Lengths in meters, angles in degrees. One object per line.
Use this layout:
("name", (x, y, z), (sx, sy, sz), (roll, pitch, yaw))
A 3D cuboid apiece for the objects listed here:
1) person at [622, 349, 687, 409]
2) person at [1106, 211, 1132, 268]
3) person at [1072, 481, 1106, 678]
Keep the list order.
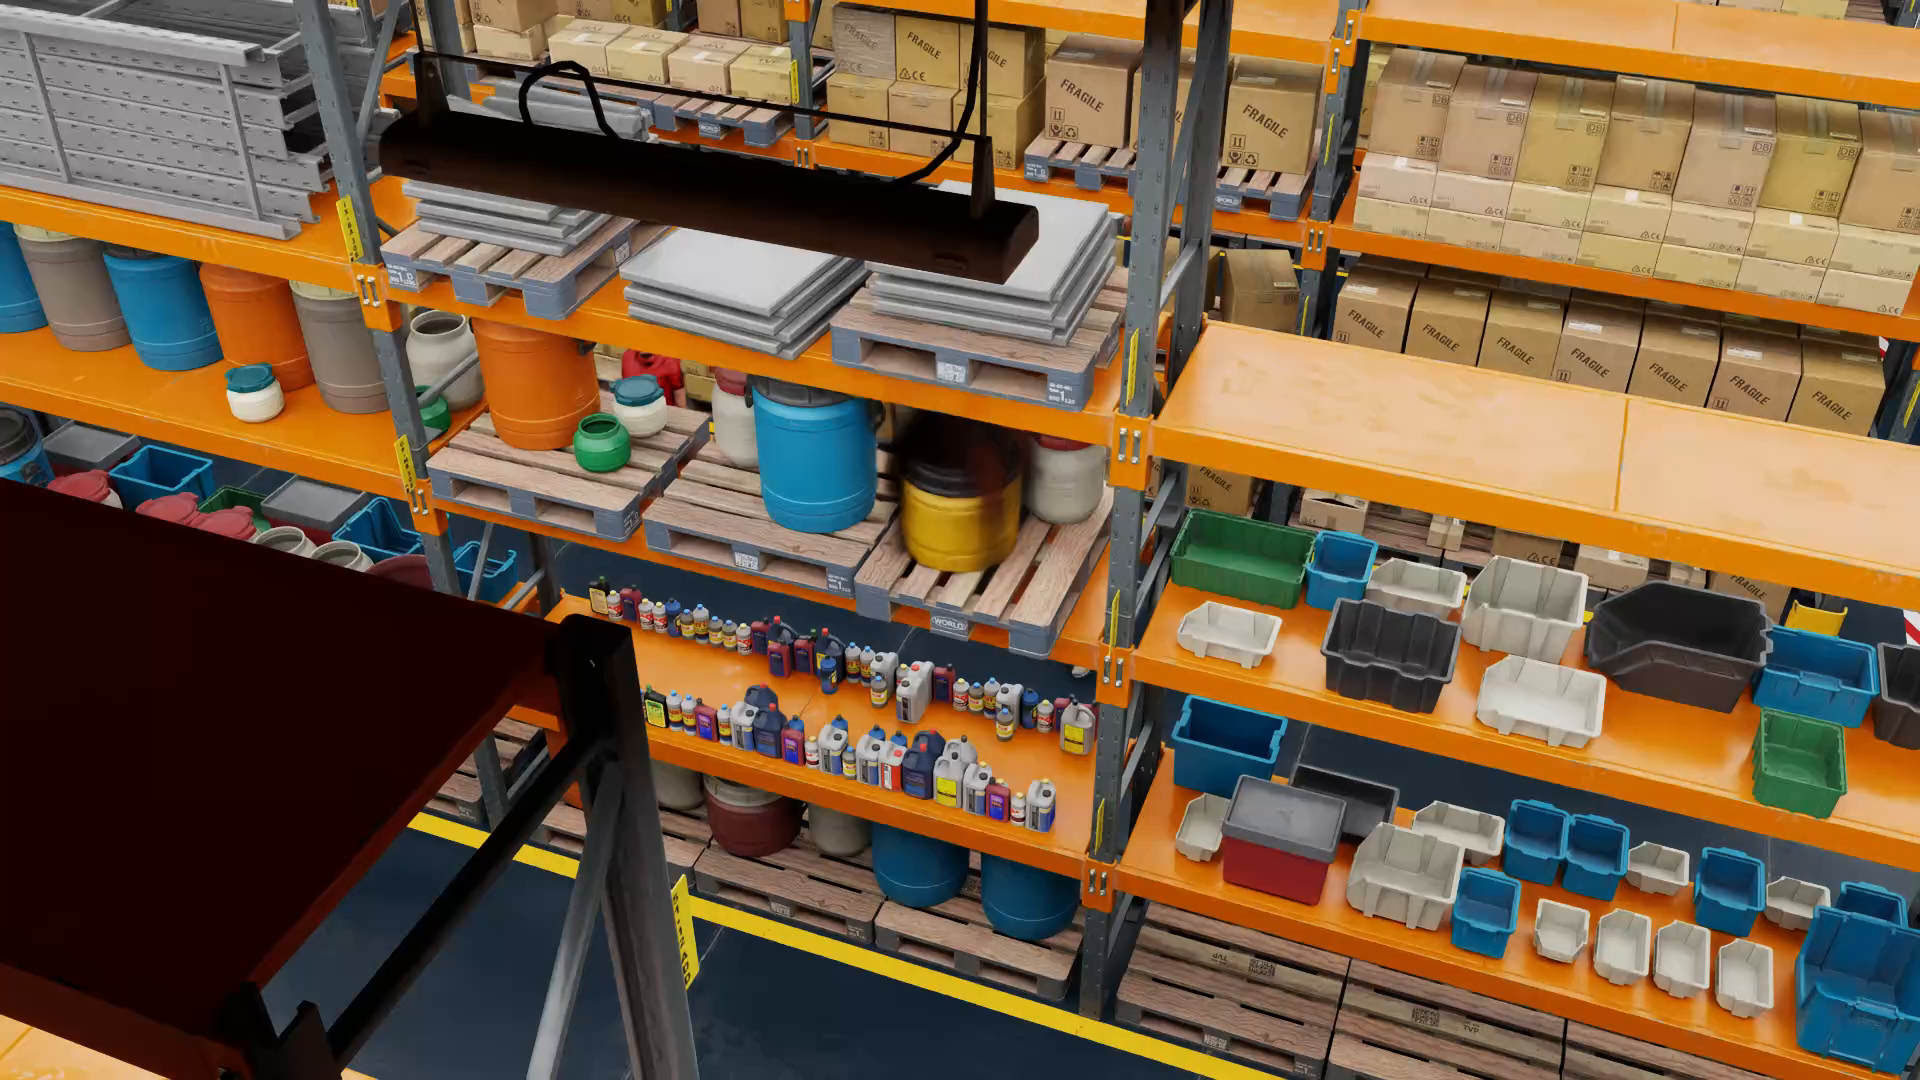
("person", (-2.424, -0.927, 13.237), (0.608, 1.765, 0.485), (19, 40, 23))
("person", (1.406, -3.187, 16.236), (0.474, 1.768, 0.625), (-27, 44, -31))
("person", (0.820, 0.098, 11.714), (0.536, 1.686, 0.653), (-26, 44, -31))
